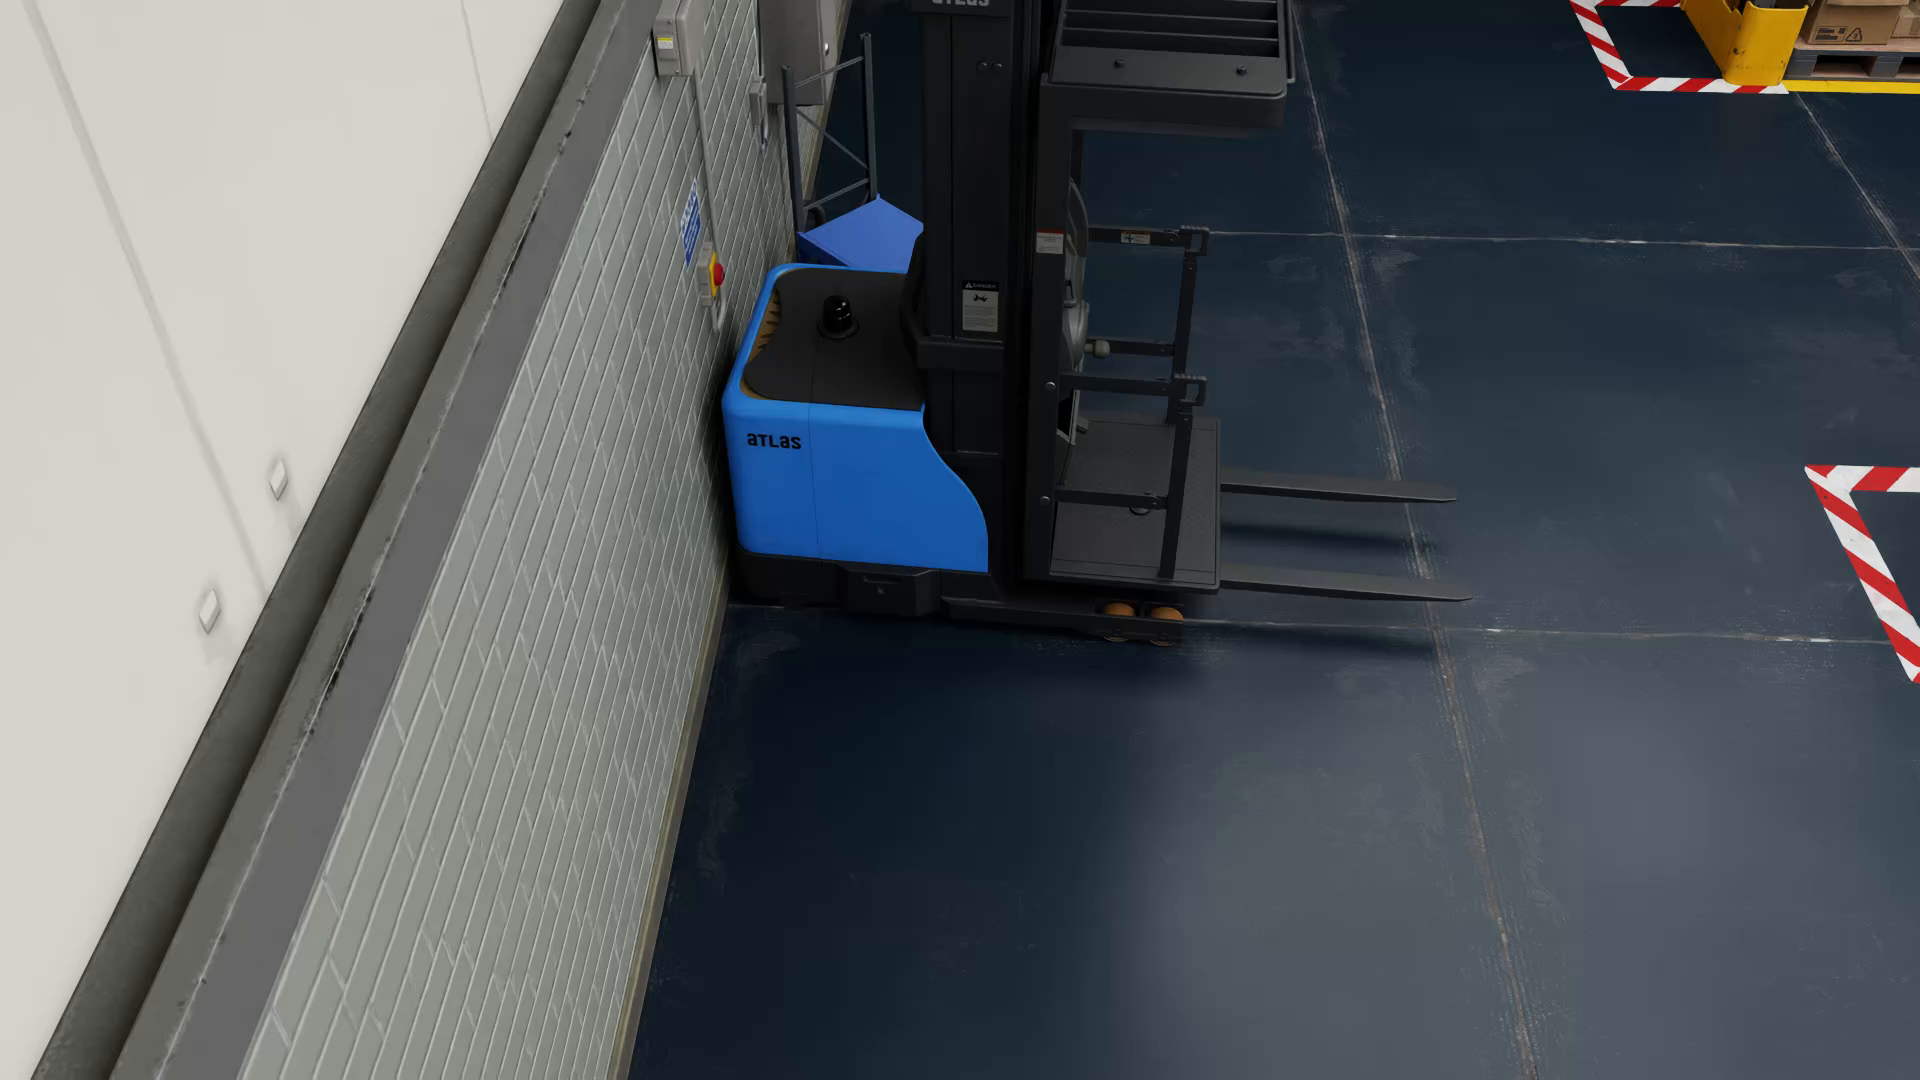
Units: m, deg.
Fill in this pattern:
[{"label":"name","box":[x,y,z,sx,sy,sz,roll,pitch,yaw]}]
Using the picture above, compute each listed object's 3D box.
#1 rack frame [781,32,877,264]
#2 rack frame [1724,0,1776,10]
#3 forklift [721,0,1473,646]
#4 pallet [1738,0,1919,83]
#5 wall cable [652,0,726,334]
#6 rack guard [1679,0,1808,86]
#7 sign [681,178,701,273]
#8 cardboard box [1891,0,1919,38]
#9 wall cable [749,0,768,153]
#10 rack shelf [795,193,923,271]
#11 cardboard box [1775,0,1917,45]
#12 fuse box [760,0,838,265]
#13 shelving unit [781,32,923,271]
[{"label":"rack frame","box":[-0.602,-1.661,8.018,0.500,1.500,0.032,-32,52,-30]},{"label":"rack frame","box":[4.915,-4.332,9.785,0.127,3.000,1.000,2,43,2]},{"label":"forklift","box":[0.622,-1.022,6.282,3.031,2.935,1.130,5,43,5]},{"label":"pallet","box":[5.787,-3.286,10.708,1.213,0.211,1.003,2,43,2]},{"label":"wall cable","box":[-0.939,-1.493,5.969,0.123,1.953,0.585,2,43,2]},{"label":"rack guard","box":[4.991,-3.416,10.635,0.348,0.500,1.175,2,43,2]},{"label":"sign","box":[-1.002,-1.177,6.201,0.001,0.218,0.327,2,43,2]},{"label":"cardboard box","box":[5.944,-3.320,10.482,0.250,0.149,0.380,0,43,0]},{"label":"wall cable","box":[-0.887,-2.447,7.017,0.122,1.984,0.588,2,43,2]},{"label":"rack shelf","box":[-0.255,-1.276,7.868,0.538,0.185,1.000,-32,52,-30]},{"label":"cardboard box","box":[5.522,-3.489,10.404,0.637,0.503,0.797,0,43,0]},{"label":"fuse box","box":[-0.699,-2.064,8.296,0.414,1.711,0.539,2,43,2]},{"label":"shelving unit","box":[-0.255,-1.407,7.746,0.538,1.500,1.048,-32,52,-30]}]
